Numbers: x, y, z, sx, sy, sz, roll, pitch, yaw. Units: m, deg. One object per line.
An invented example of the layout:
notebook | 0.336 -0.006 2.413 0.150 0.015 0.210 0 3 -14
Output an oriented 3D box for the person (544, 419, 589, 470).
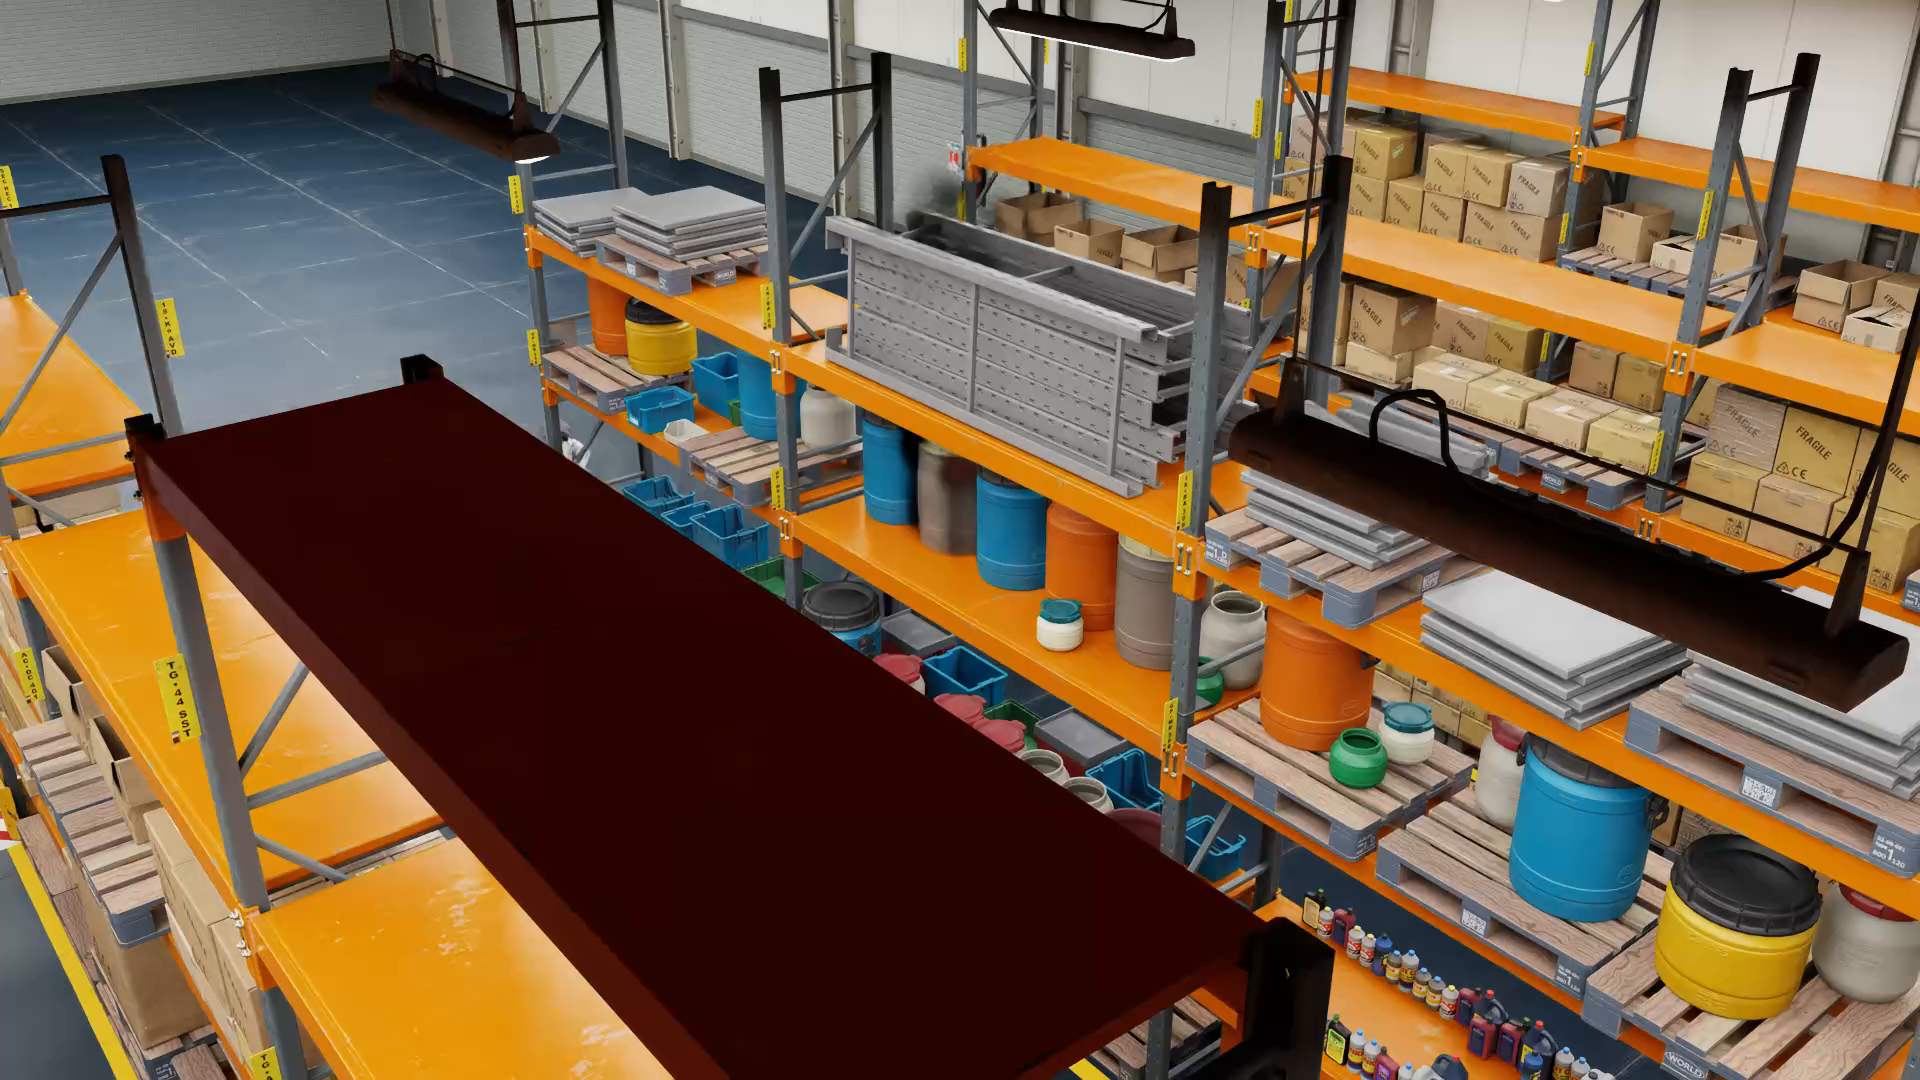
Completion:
person | -4.148 -0.495 17.321 0.775 1.685 0.583 -2 26 -4
